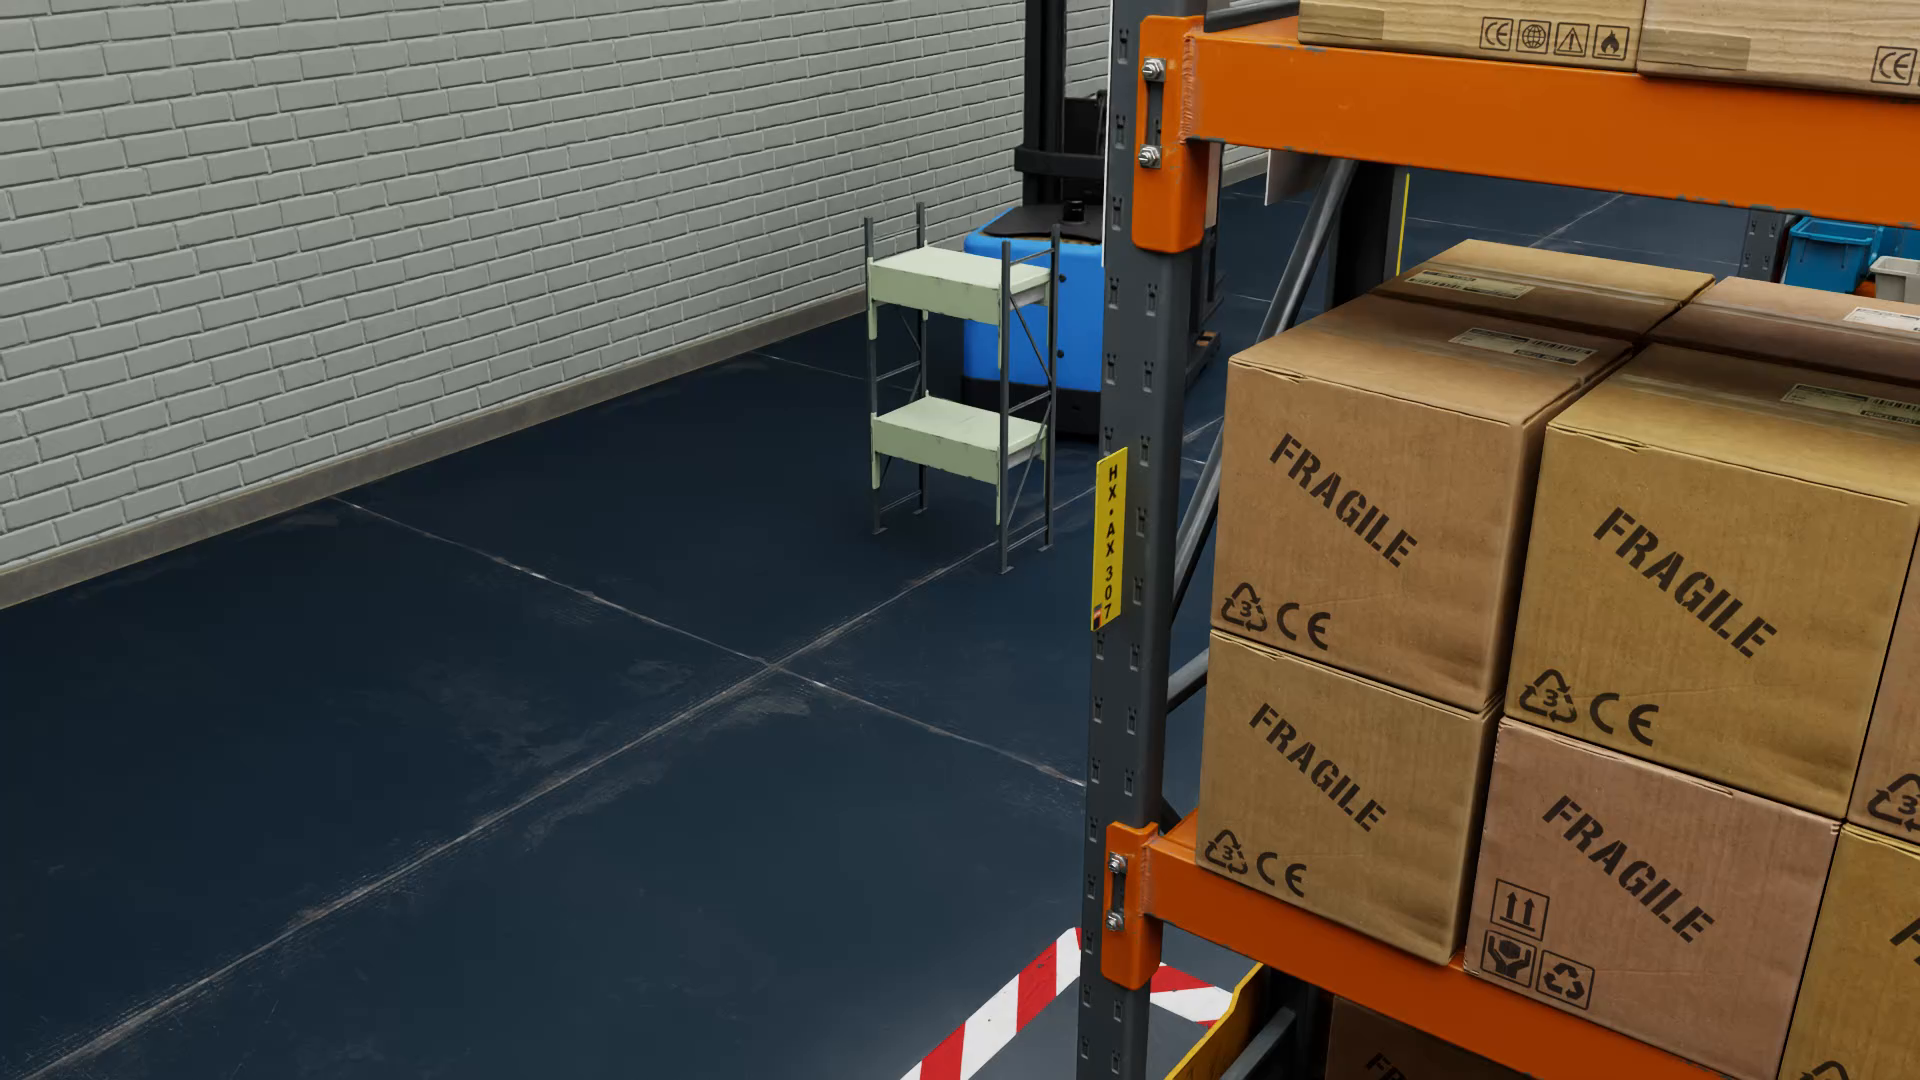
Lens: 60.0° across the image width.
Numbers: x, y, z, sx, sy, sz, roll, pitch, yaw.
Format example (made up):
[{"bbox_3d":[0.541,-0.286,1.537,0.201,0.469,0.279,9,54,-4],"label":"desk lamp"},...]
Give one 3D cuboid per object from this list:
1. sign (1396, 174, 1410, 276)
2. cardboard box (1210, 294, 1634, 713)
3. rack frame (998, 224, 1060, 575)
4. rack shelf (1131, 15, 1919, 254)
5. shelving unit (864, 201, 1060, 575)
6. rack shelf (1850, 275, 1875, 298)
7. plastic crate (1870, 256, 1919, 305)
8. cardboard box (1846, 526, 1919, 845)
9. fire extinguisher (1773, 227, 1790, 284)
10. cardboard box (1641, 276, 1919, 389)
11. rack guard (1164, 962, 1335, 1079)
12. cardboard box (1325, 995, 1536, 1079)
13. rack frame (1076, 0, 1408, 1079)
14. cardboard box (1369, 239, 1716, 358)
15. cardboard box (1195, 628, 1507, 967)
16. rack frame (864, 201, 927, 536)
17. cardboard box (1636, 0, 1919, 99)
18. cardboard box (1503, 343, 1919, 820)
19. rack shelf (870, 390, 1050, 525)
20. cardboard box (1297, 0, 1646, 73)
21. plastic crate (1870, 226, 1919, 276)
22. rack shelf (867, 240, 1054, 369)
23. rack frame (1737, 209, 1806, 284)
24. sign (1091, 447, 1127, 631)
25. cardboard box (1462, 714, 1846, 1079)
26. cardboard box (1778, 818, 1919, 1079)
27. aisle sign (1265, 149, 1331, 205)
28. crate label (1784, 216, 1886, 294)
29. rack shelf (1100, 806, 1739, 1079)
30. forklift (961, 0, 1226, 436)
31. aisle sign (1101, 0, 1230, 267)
[{"bbox_3d":[0.941,-0.628,3.626,0.005,0.325,0.100,17,29,33],"label":"sign"},{"bbox_3d":[0.789,-0.090,2.870,0.500,0.500,0.500,18,29,35],"label":"cardboard box"},{"bbox_3d":[0.298,-0.596,7.243,0.023,1.500,0.400,17,29,33],"label":"rack frame"},{"bbox_3d":[2.192,-0.339,1.971,4.000,0.370,1.077,17,29,33],"label":"rack shelf"},{"bbox_3d":[0.005,-0.685,7.444,0.755,1.500,0.431,17,29,33],"label":"shelving unit"},{"bbox_3d":[5.166,-0.563,6.201,4.000,0.370,1.077,17,29,33],"label":"rack shelf"},{"bbox_3d":[3.773,-1.013,6.581,0.298,0.136,0.250,17,29,33],"label":"plastic crate"},{"bbox_3d":[1.609,0.157,2.310,0.500,0.500,0.500,17,29,34],"label":"cardboard box"},{"bbox_3d":[3.718,-1.353,7.660,0.183,0.674,0.296,17,29,33],"label":"fire extinguisher"},{"bbox_3d":[1.518,-0.141,2.987,0.500,0.500,0.500,18,29,35],"label":"cardboard box"},{"bbox_3d":[0.653,1.383,3.990,0.348,0.500,1.175,17,29,33],"label":"rack guard"},{"bbox_3d":[1.175,1.216,3.825,0.500,0.500,0.500,17,29,33],"label":"cardboard box"},{"bbox_3d":[0.592,0.221,3.528,0.127,3.000,1.000,17,29,33],"label":"rack frame"},{"bbox_3d":[1.113,-0.263,3.263,0.500,0.500,0.500,17,29,33],"label":"cardboard box"},{"bbox_3d":[0.789,0.368,3.071,0.500,0.500,0.500,18,29,34],"label":"cardboard box"},{"bbox_3d":[-0.288,-0.773,7.645,0.023,1.500,0.400,17,29,33],"label":"rack frame"},{"bbox_3d":[1.243,-0.752,2.202,0.500,0.250,0.500,17,29,33],"label":"cardboard box"},{"bbox_3d":[1.212,0.034,2.588,0.500,0.500,0.500,17,29,34],"label":"cardboard box"},{"bbox_3d":[0.005,-0.386,7.575,0.720,0.370,0.431,17,29,33],"label":"rack shelf"},{"bbox_3d":[0.851,-0.877,2.485,0.500,0.250,0.500,17,29,33],"label":"cardboard box"},{"bbox_3d":[3.946,-1.399,7.087,0.499,0.435,0.616,17,29,33],"label":"plastic crate"},{"bbox_3d":[0.005,-1.042,7.287,0.720,0.370,0.431,17,29,33],"label":"rack shelf"},{"bbox_3d":[3.566,-1.376,7.153,0.127,3.000,1.000,17,29,33],"label":"rack frame"},{"bbox_3d":[0.267,0.000,2.956,0.005,0.325,0.100,17,29,33],"label":"sign"},{"bbox_3d":[1.205,0.491,2.792,0.500,0.500,0.500,16,29,33],"label":"cardboard box"},{"bbox_3d":[1.605,0.613,2.514,0.500,0.500,0.500,17,29,33],"label":"cardboard box"},{"bbox_3d":[0.721,-1.084,3.266,0.004,0.787,0.394,17,29,33],"label":"aisle sign"},{"bbox_3d":[3.566,-1.161,6.798,0.303,0.233,0.416,17,29,33],"label":"crate label"},{"bbox_3d":[2.192,1.034,2.575,4.000,0.370,1.077,17,29,33],"label":"rack shelf"},{"bbox_3d":[0.980,-2.441,9.654,1.130,2.935,3.031,8,25,18],"label":"forklift"},{"bbox_3d":[0.361,-0.890,2.826,0.004,0.787,0.394,17,29,33],"label":"aisle sign"}]
